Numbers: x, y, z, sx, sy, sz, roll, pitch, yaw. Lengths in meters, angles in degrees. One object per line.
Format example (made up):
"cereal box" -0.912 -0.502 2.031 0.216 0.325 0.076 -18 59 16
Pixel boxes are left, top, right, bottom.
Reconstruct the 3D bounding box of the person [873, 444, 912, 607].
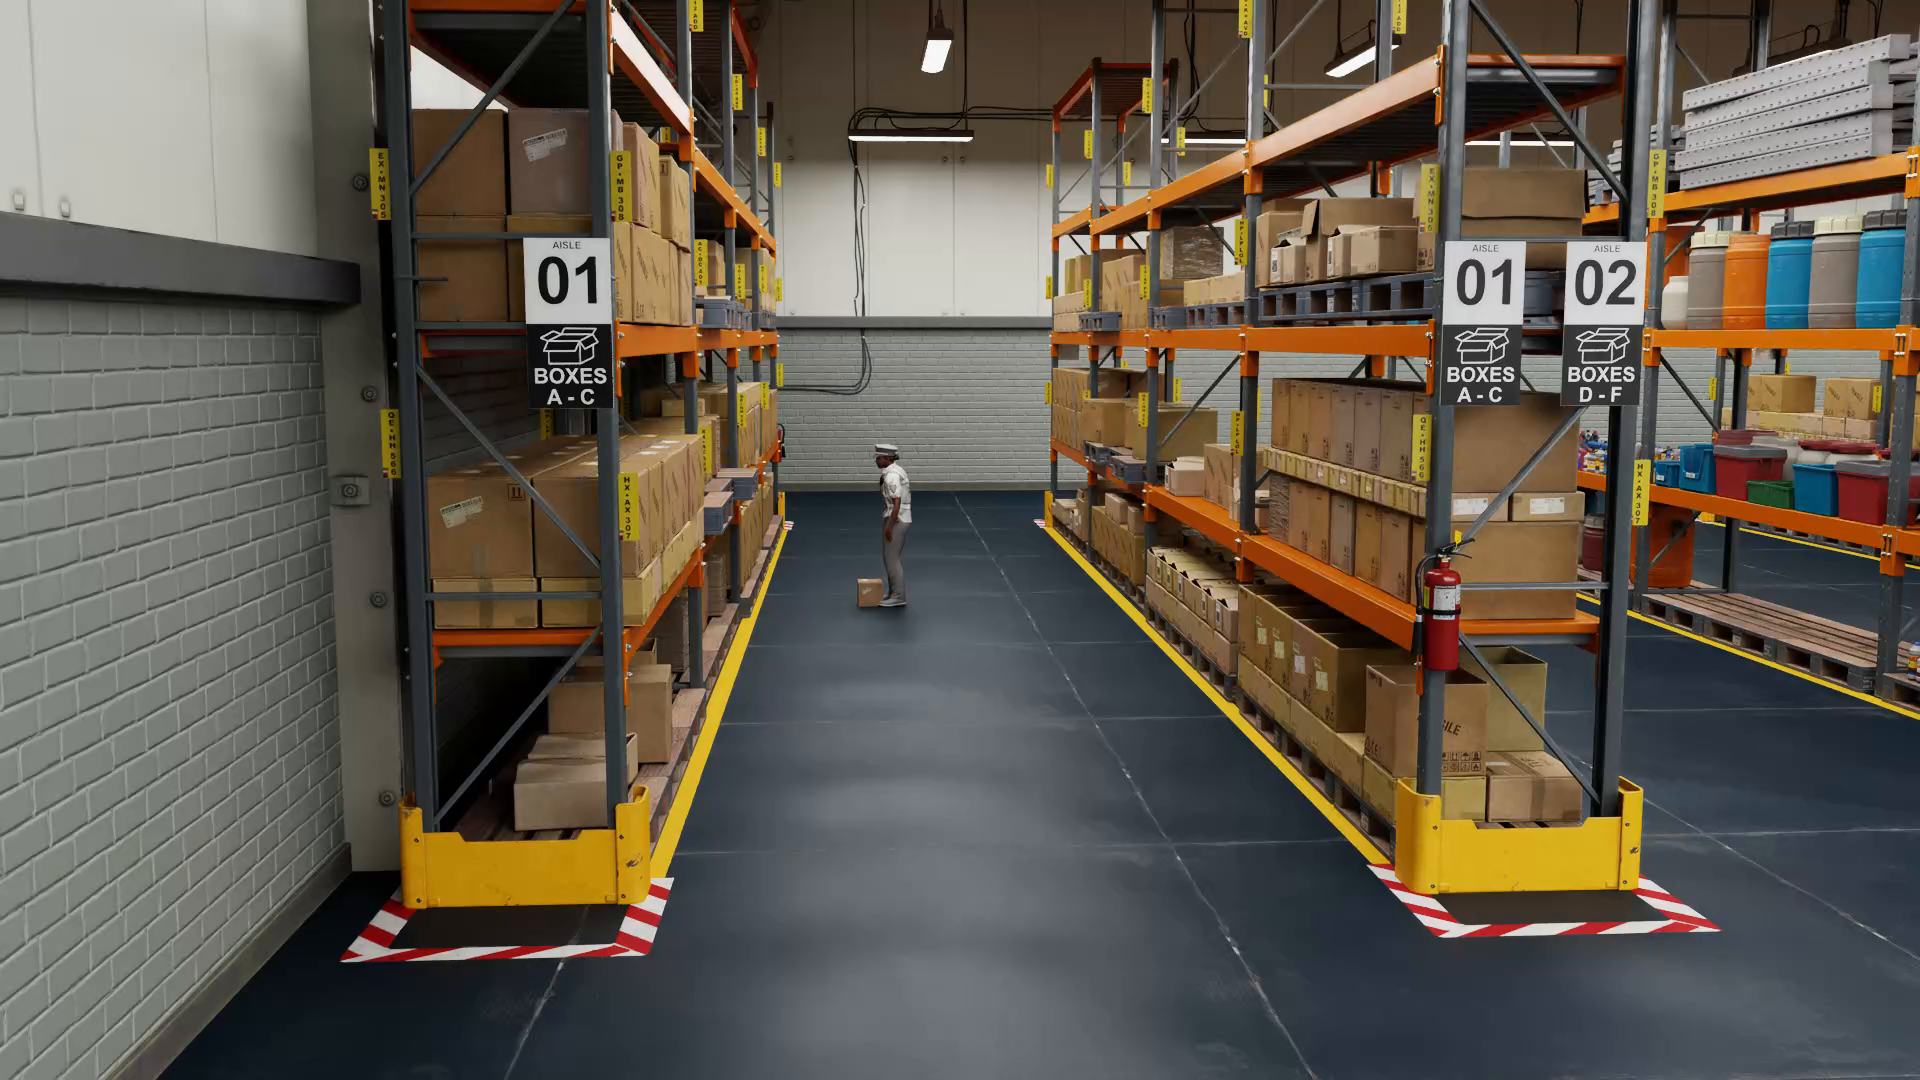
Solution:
"person" -0.693 -0.159 17.056 0.394 1.660 0.507 0 7 -4
